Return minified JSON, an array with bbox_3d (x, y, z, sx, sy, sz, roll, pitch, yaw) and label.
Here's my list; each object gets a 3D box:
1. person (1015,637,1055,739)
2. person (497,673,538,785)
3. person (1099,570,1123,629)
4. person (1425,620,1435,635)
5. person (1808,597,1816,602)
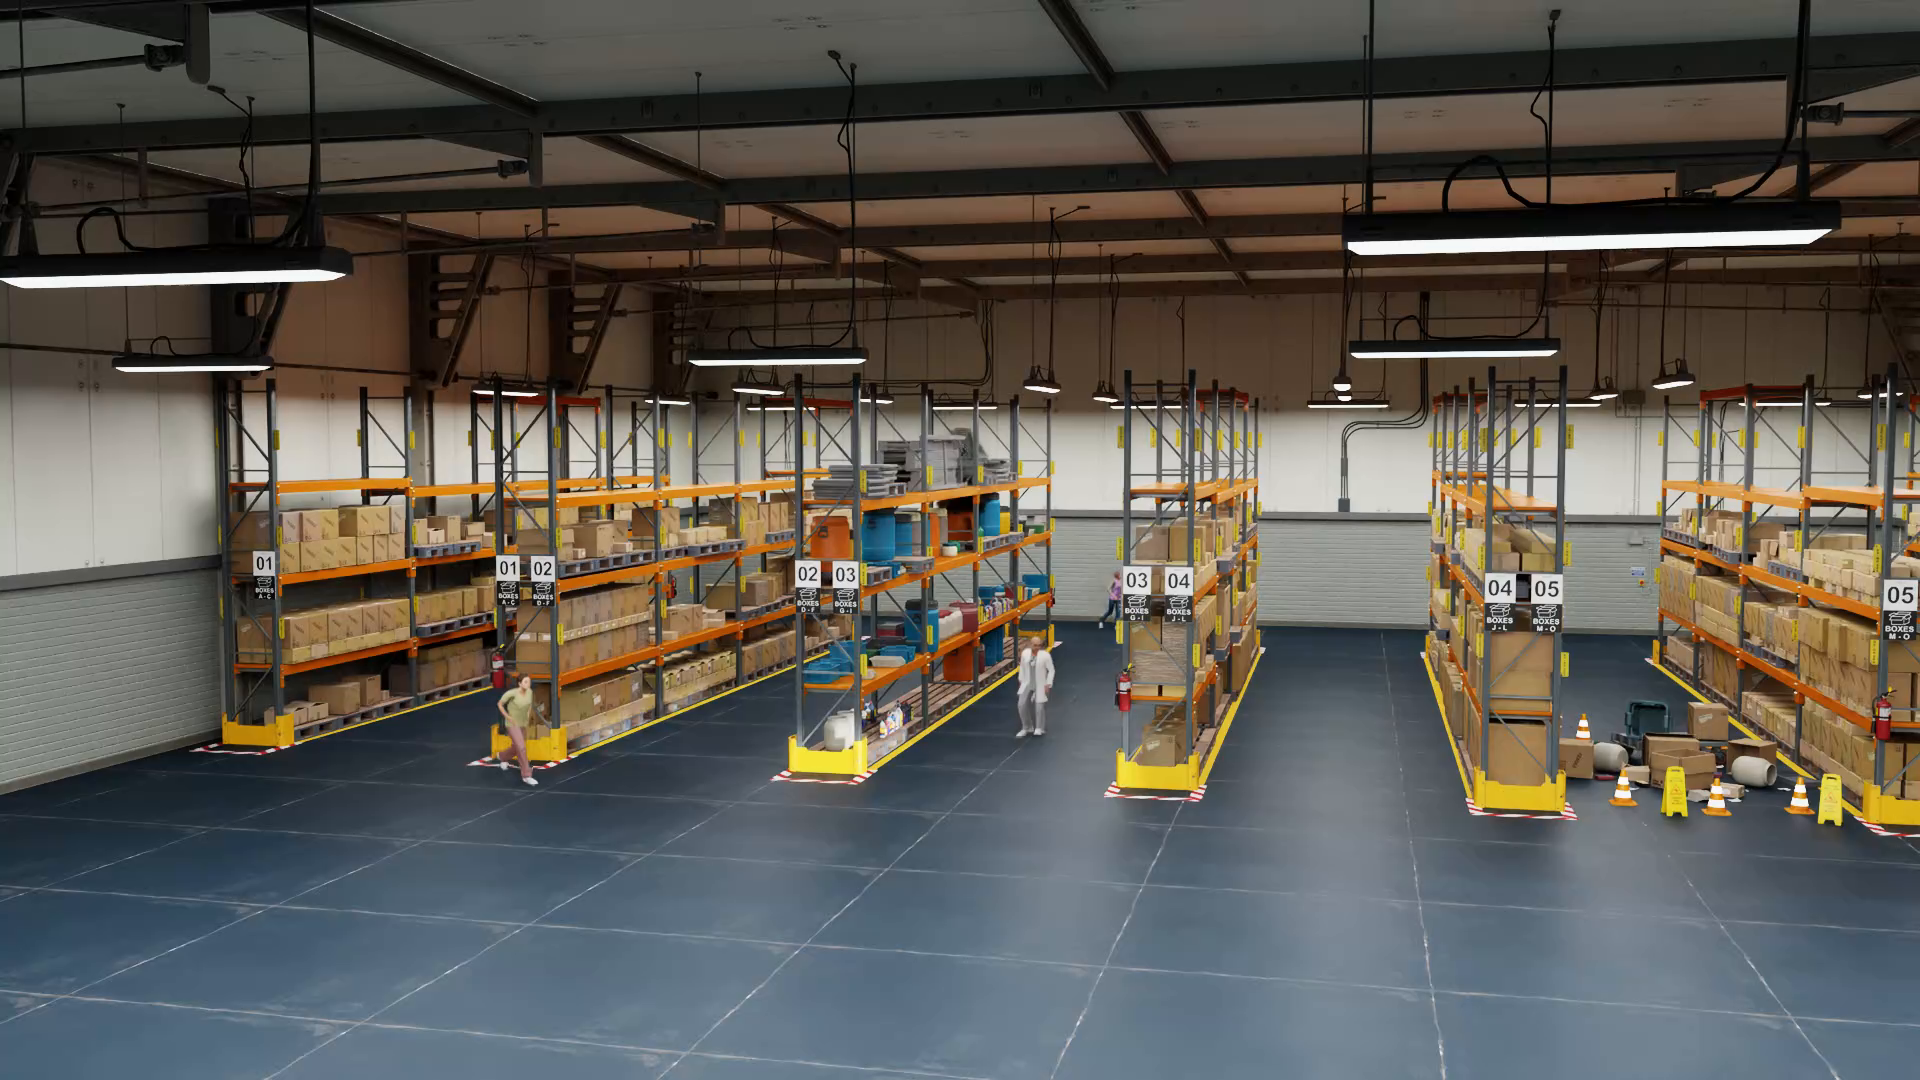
[{"bbox_3d":[1.283,2.472,27.997,0.698,1.742,0.789,1,4,16],"label":"person"},{"bbox_3d":[-6.546,2.737,24.367,0.986,1.623,0.559,3,5,44],"label":"person"},{"bbox_3d":[4.099,1.624,43.590,0.575,1.460,0.823,-3,4,-37],"label":"person"},{"bbox_3d":[11.360,1.799,39.152,0.694,1.796,0.649,0,3,-3],"label":"person"},{"bbox_3d":[18.040,2.034,35.426,0.607,1.660,0.870,-1,3,-11],"label":"person"}]
